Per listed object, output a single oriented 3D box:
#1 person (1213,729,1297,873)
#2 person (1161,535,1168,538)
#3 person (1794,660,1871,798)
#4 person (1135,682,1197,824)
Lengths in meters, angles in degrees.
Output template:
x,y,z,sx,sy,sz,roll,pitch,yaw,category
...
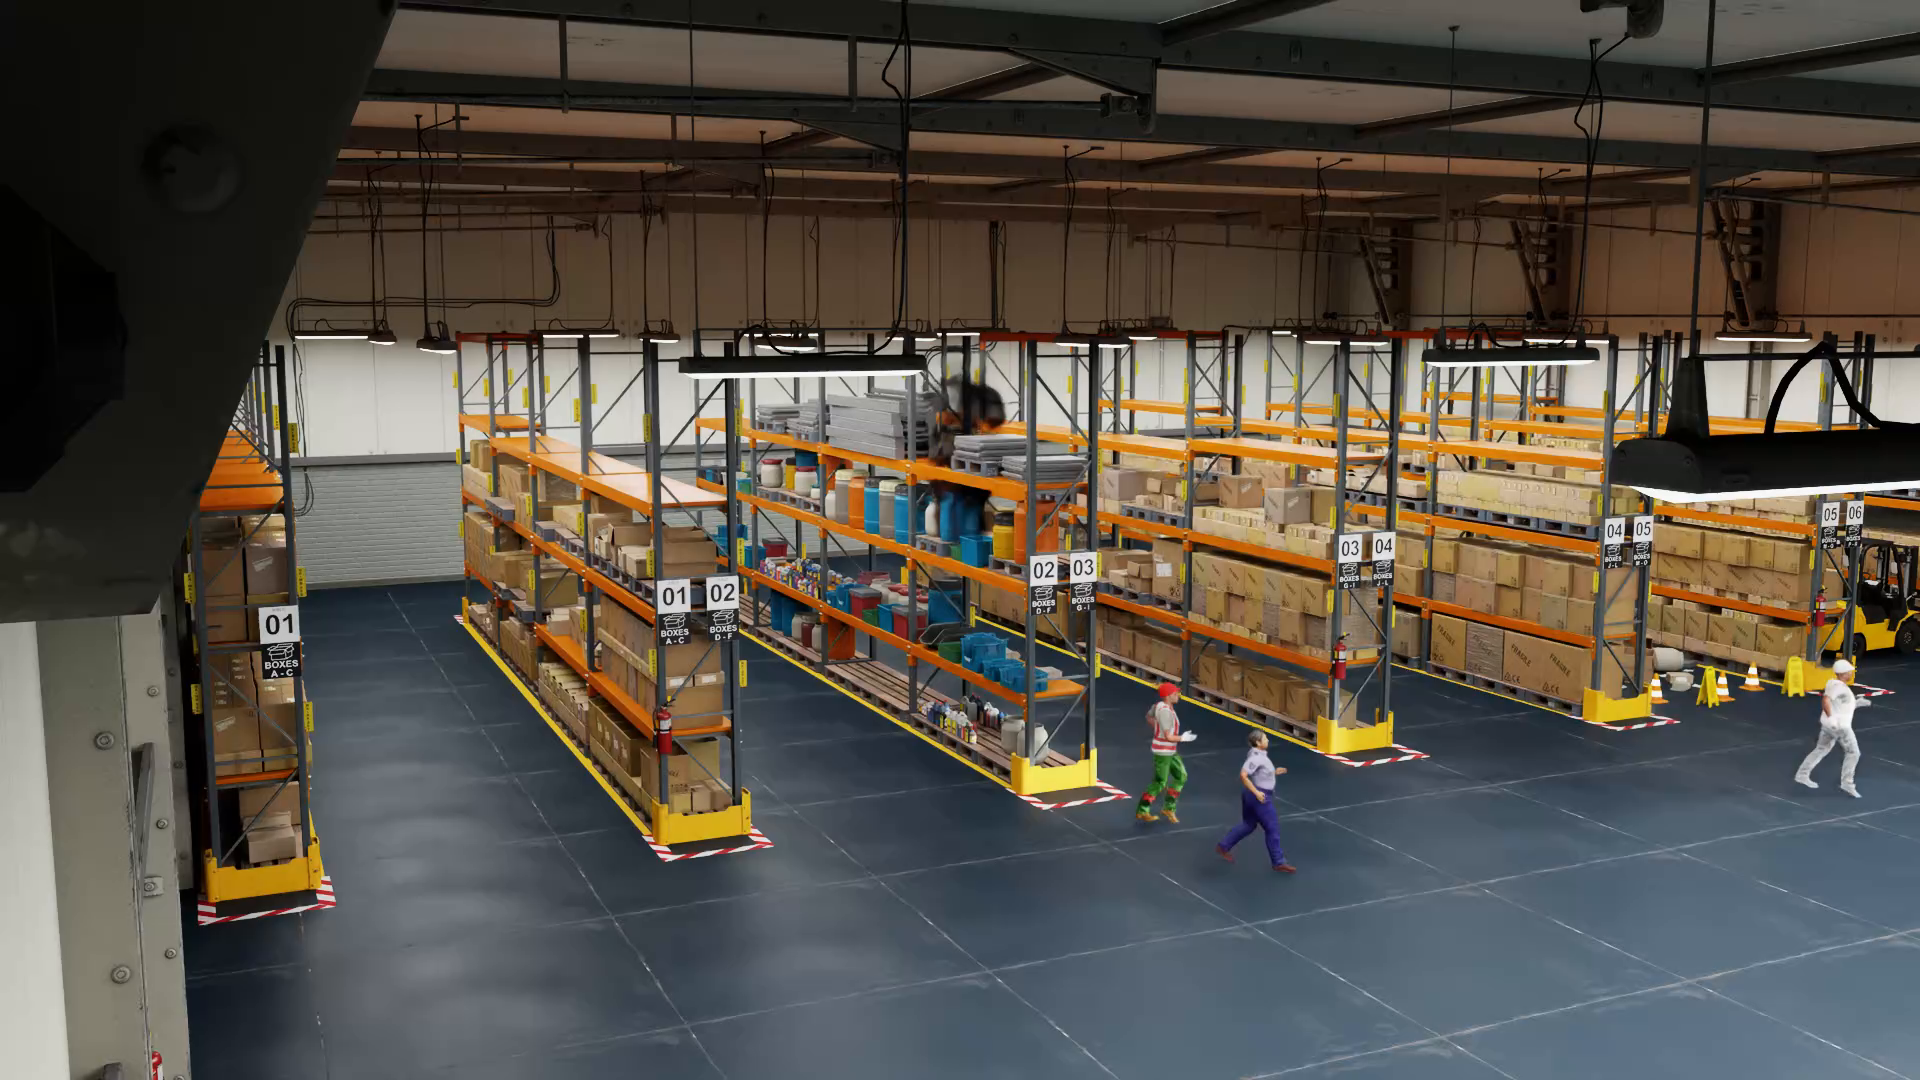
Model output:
x,y,z,sx,sy,sz,roll,pitch,yaw,category
3.379,3.058,18.937,0.939,1.443,0.603,0,8,0,person
4.332,0.709,35.763,0.595,1.663,0.879,-4,9,-27,person
11.565,2.489,21.975,0.882,1.842,0.661,1,8,8,person
2.573,2.682,20.739,0.750,1.852,0.679,1,8,9,person
